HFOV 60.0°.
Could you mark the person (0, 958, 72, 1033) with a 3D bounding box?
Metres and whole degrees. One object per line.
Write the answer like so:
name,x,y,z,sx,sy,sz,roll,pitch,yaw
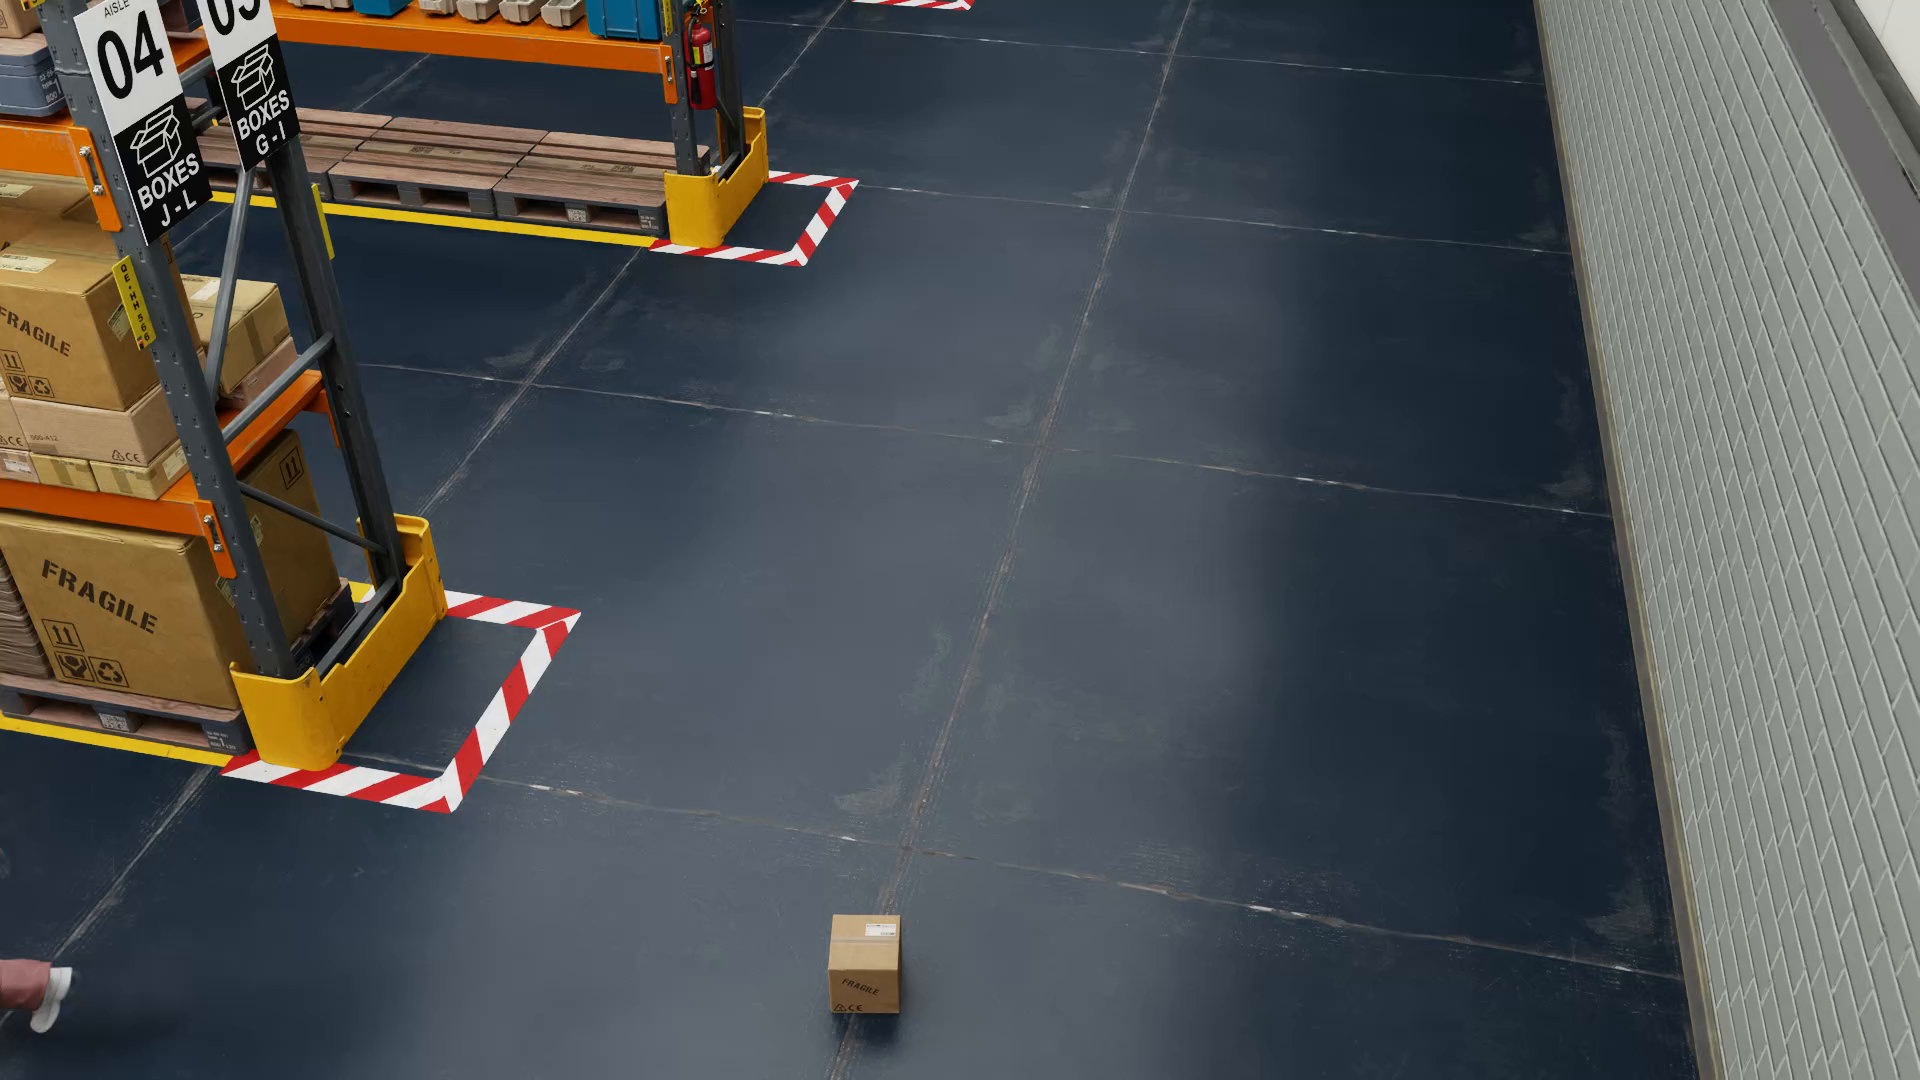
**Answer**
person,-3.491,1.094,5.484,0.788,1.645,0.442,-6,37,-8
